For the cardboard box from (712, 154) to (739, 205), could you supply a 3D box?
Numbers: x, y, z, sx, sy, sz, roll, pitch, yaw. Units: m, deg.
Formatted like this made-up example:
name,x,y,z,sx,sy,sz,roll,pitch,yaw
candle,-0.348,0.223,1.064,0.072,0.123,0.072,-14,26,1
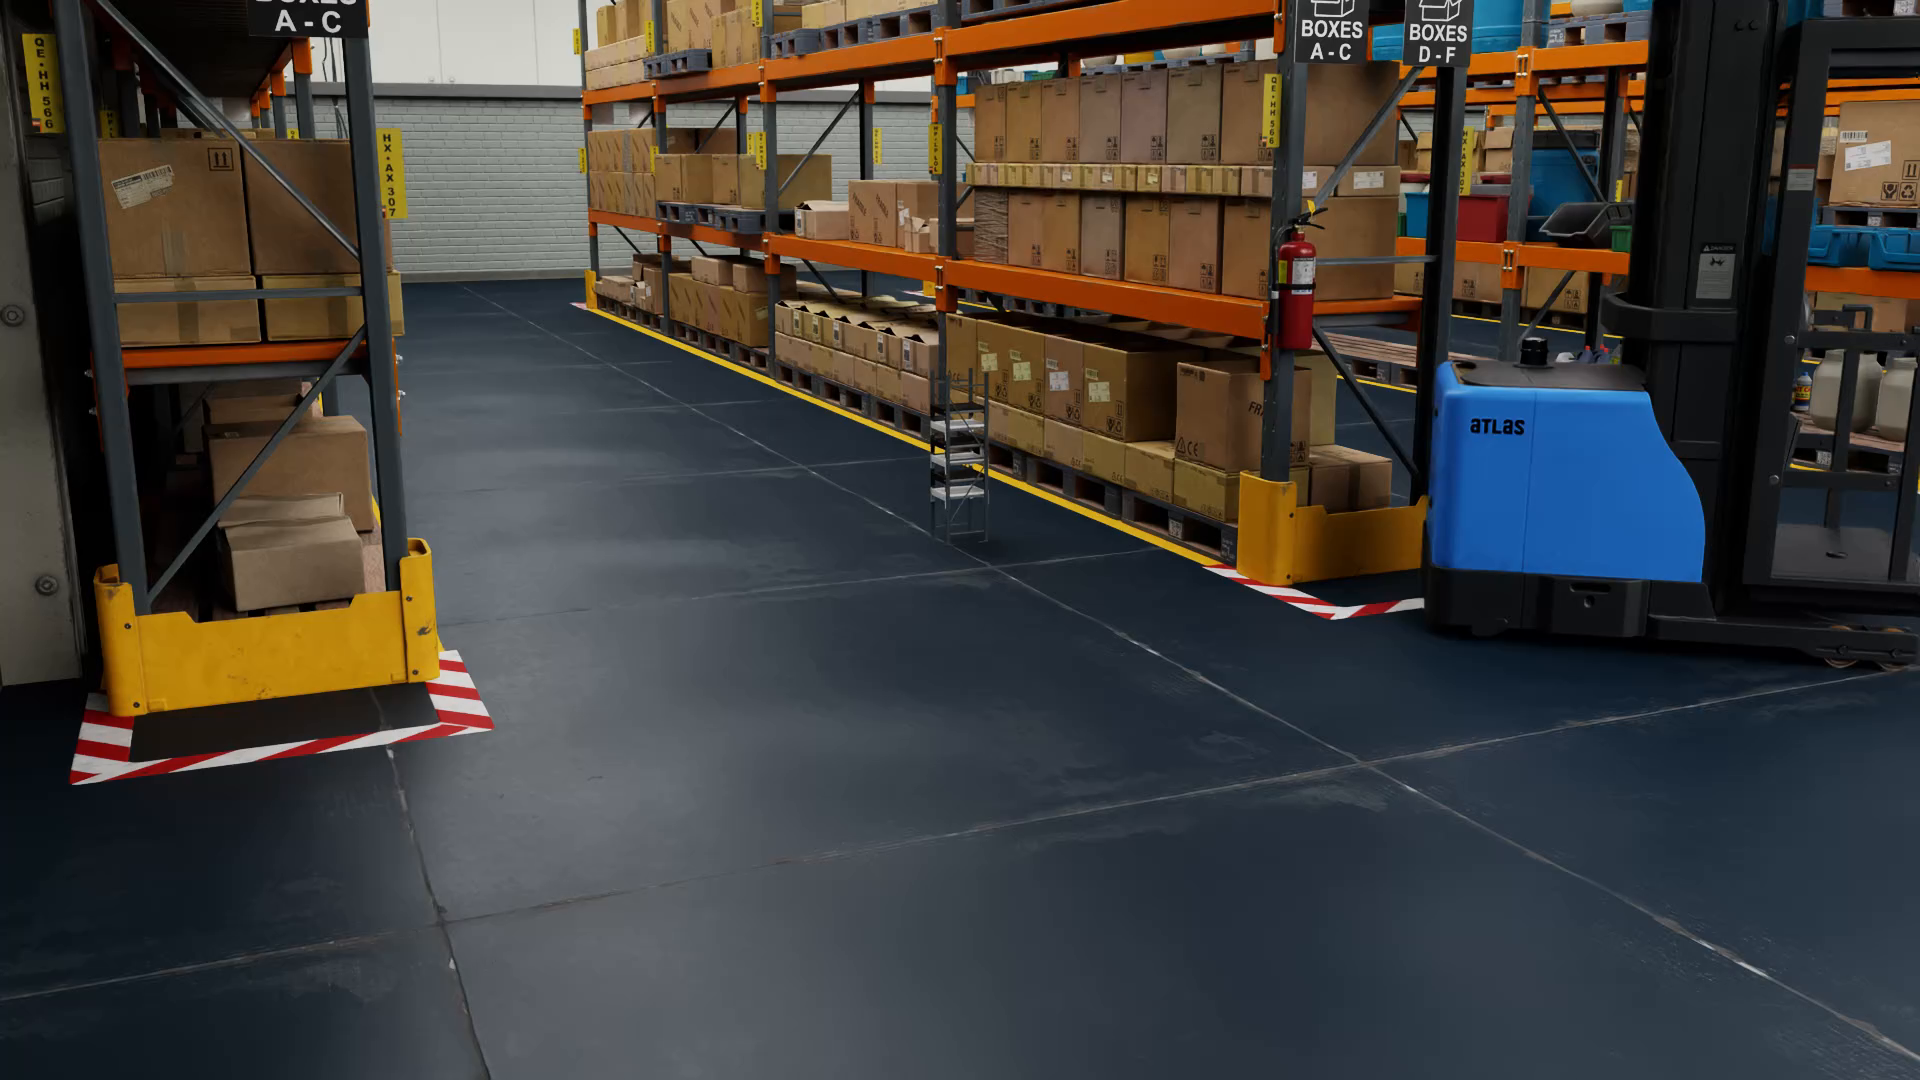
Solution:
name,x,y,z,sx,sy,sz,roll,pitch,yaw
cardboard box,-2.109,-3.704,17.069,0.700,0.500,0.500,-10,16,-37

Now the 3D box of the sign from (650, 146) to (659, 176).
name,x,y,z,sx,sy,sz,roll,pitch,yaw
sign,-3.367,-4.181,18.364,0.100,0.325,0.005,-6,14,-23

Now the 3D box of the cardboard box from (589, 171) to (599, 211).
name,x,y,z,sx,sy,sz,roll,pitch,yaw
cardboard box,-4.539,-4.570,21.741,0.500,0.500,0.500,-5,14,-22

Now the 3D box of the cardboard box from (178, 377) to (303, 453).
name,x,y,z,sx,sy,sz,roll,pitch,yaw
cardboard box,-4.516,-0.856,10.486,0.700,0.500,0.500,-5,14,-21

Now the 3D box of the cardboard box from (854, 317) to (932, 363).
name,x,y,z,sx,sy,sz,roll,pitch,yaw
cardboard box,-0.505,-1.564,12.897,0.500,0.311,0.500,-6,14,-23

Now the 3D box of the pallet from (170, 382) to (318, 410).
name,x,y,z,sx,sy,sz,roll,pitch,yaw
pallet,-5.496,-1.016,12.790,1.003,0.211,1.213,-6,14,-23

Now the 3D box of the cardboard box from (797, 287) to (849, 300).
name,x,y,z,sx,sy,sz,roll,pitch,yaw
cardboard box,-1.406,-2.208,16.325,0.500,0.500,0.500,-6,14,-25

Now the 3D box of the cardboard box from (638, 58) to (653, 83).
name,x,y,z,sx,sy,sz,roll,pitch,yaw
cardboard box,-3.312,-5.275,18.690,0.500,0.250,0.500,-6,14,-23

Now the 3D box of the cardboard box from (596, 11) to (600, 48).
name,x,y,z,sx,sy,sz,roll,pitch,yaw
cardboard box,-4.255,-6.529,21.337,0.700,0.500,0.500,-6,14,-23

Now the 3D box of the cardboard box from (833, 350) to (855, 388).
name,x,y,z,sx,sy,sz,roll,pitch,yaw
cardboard box,-0.709,-1.398,13.423,0.500,0.250,0.500,-5,14,-22

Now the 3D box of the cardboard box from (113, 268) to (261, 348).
name,x,y,z,sx,sy,sz,roll,pitch,yaw
cardboard box,-2.968,-0.899,6.388,0.500,0.250,0.500,-5,14,-22

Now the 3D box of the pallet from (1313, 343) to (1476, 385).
name,x,y,z,sx,sy,sz,roll,pitch,yaw
pallet,4.029,-1.657,15.560,1.003,0.211,1.213,-6,14,-23

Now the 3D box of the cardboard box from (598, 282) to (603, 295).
name,x,y,z,sx,sy,sz,roll,pitch,yaw
cardboard box,-4.522,-3.301,21.790,0.380,0.166,0.250,-6,14,-23

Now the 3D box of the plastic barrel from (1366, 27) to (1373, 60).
name,x,y,z,sx,sy,sz,roll,pitch,yaw
plastic barrel,3.661,-4.777,15.251,0.600,0.830,0.708,-6,14,-23

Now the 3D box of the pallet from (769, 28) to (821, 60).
name,x,y,z,sx,sy,sz,roll,pitch,yaw
pallet,-0.917,-4.221,14.222,1.213,0.211,1.003,-5,14,-20

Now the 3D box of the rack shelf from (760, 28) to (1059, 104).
name,x,y,z,sx,sy,sz,roll,pitch,yaw
rack shelf,-0.470,-3.682,13.068,1.077,0.370,4.000,-6,14,-23

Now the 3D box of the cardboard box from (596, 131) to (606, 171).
name,x,y,z,sx,sy,sz,roll,pitch,yaw
cardboard box,-4.323,-4.950,21.165,0.500,0.500,0.500,-5,14,-22

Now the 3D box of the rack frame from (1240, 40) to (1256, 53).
name,x,y,z,sx,sy,sz,roll,pitch,yaw
rack frame,3.269,-6.353,16.363,1.000,3.000,0.127,-6,14,-23

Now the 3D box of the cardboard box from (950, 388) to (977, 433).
name,x,y,z,sx,sy,sz,roll,pitch,yaw
cardboard box,0.240,-0.899,11.270,0.500,0.250,0.500,-6,14,-23

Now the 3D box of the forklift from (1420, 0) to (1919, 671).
name,x,y,z,sx,sy,sz,roll,pitch,yaw
forklift,3.565,-1.040,6.862,3.031,2.935,1.130,3,13,13

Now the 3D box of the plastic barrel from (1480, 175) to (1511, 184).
name,x,y,z,sx,sy,sz,roll,pitch,yaw
plastic barrel,4.689,-2.888,14.393,0.433,0.535,0.433,0,13,0

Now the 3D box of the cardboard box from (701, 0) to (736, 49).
name,x,y,z,sx,sy,sz,roll,pitch,yaw
cardboard box,-2.202,-5.188,16.605,0.600,0.600,0.600,-6,14,-25

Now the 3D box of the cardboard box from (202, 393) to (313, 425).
name,x,y,z,sx,sy,sz,roll,pitch,yaw
cardboard box,-3.753,-0.495,8.924,0.500,0.500,0.500,-7,15,-27

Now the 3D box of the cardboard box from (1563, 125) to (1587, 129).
name,x,y,z,sx,sy,sz,roll,pitch,yaw
cardboard box,9.728,-6.204,25.923,0.500,0.500,0.500,-6,14,-25

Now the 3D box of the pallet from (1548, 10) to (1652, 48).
name,x,y,z,sx,sy,sz,roll,pitch,yaw
pallet,5.250,-3.833,12.546,1.213,0.211,1.003,-6,14,-23

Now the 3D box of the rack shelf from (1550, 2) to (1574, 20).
name,x,y,z,sx,sy,sz,roll,pitch,yaw
rack shelf,9.989,-8.115,25.579,1.077,0.370,4.000,-6,14,-23

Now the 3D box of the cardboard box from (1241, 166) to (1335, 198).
name,x,y,z,sx,sy,sz,roll,pitch,yaw
cardboard box,1.606,-1.758,8.151,0.380,0.149,0.250,-6,14,-24

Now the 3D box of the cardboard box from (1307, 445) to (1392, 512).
name,x,y,z,sx,sy,sz,roll,pitch,yaw
cardboard box,1.923,-0.327,8.797,0.500,0.250,0.500,-6,14,-23

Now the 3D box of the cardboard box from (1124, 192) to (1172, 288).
name,x,y,z,sx,sy,sz,roll,pitch,yaw
cardboard box,1.350,-1.689,9.292,0.700,0.500,0.500,-6,14,-23

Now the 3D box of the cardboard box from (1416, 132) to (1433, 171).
name,x,y,z,sx,sy,sz,roll,pitch,yaw
cardboard box,6.469,-5.111,21.852,0.797,0.503,0.637,-6,14,-24

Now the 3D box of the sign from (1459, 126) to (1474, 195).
name,x,y,z,sx,sy,sz,roll,pitch,yaw
sign,2.445,-1.840,8.073,0.100,0.325,0.005,-6,14,-23

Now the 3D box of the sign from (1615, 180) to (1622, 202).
name,x,y,z,sx,sy,sz,roll,pitch,yaw
sign,5.380,-2.786,13.643,0.100,0.325,0.005,-6,14,-23

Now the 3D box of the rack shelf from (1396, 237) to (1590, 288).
name,x,y,z,sx,sy,sz,roll,pitch,yaw
rack shelf,4.070,-2.667,15.336,1.077,0.370,4.000,-6,14,-23

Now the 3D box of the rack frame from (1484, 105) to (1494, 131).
name,x,y,z,sx,sy,sz,roll,pitch,yaw
rack frame,9.188,-5.958,27.959,1.000,3.000,0.127,-6,14,-23

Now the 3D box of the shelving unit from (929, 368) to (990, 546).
name,x,y,z,sx,sy,sz,roll,pitch,yaw
shelving unit,-0.003,-0.440,8.776,0.258,0.900,0.210,-6,14,-23

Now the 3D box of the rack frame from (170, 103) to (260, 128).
name,x,y,z,sx,sy,sz,roll,pitch,yaw
rack frame,-9.013,-4.189,20.315,1.000,3.000,0.127,-6,14,-23

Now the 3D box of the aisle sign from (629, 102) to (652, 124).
name,x,y,z,sx,sy,sz,roll,pitch,yaw
aisle sign,-4.222,-5.945,22.139,0.394,0.787,0.004,-6,14,-23

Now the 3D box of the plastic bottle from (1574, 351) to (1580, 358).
name,x,y,z,sx,sy,sz,roll,pitch,yaw
plastic bottle,4.850,-1.335,13.034,0.061,0.283,0.133,-6,14,-23

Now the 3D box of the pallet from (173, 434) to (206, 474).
name,x,y,z,sx,sy,sz,roll,pitch,yaw
pallet,-4.519,-0.511,10.612,1.003,0.211,1.213,-6,14,-23

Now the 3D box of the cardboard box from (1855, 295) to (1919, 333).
name,x,y,z,sx,sy,sz,roll,pitch,yaw
cardboard box,9.184,-2.177,16.191,0.700,0.500,0.500,-7,15,-27

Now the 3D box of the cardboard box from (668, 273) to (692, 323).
name,x,y,z,sx,sy,sz,roll,pitch,yaw
cardboard box,-2.903,-2.685,18.386,0.500,0.500,0.500,-6,14,-26

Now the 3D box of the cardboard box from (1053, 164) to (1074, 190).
name,x,y,z,sx,sy,sz,roll,pitch,yaw
cardboard box,0.782,-2.183,9.991,0.380,0.149,0.250,-6,14,-25

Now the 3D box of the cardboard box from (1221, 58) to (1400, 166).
name,x,y,z,sx,sy,sz,roll,pitch,yaw
cardboard box,1.737,-2.120,8.280,0.700,0.500,0.500,-6,14,-23

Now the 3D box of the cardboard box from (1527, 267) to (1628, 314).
name,x,y,z,sx,sy,sz,roll,pitch,yaw
cardboard box,7.550,-3.192,19.789,1.225,0.875,0.875,-6,14,-26

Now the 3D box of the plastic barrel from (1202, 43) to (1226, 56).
name,x,y,z,sx,sy,sz,roll,pitch,yaw
plastic barrel,2.706,-5.237,17.570,0.301,0.262,0.301,0,13,0

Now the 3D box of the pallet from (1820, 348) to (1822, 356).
name,x,y,z,sx,sy,sz,roll,pitch,yaw
pallet,8.604,-2.106,17.502,1.003,0.211,1.213,-6,14,-23

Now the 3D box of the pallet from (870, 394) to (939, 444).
name,x,y,z,sx,sy,sz,roll,pitch,yaw
pallet,0.001,-0.948,12.496,1.003,0.211,1.213,-6,14,-23

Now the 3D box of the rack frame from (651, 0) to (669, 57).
name,x,y,z,sx,sy,sz,roll,pitch,yaw
rack frame,-2.873,-6.733,18.004,1.000,3.000,0.127,-6,14,-23

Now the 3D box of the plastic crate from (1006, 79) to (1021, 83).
name,x,y,z,sx,sy,sz,roll,pitch,yaw
plastic crate,0.809,-5.818,21.289,0.293,0.136,0.466,-6,14,-23

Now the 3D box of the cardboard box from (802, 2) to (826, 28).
name,x,y,z,sx,sy,sz,roll,pitch,yaw
cardboard box,-1.037,-4.488,14.358,0.500,0.250,0.500,-7,15,-27

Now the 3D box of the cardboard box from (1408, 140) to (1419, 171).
name,x,y,z,sx,sy,sz,roll,pitch,yaw
cardboard box,6.248,-5.264,22.969,0.500,0.500,0.500,-6,14,-23

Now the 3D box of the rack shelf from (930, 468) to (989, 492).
name,x,y,z,sx,sy,sz,roll,pitch,yaw
rack shelf,-0.003,-0.320,8.803,0.258,0.077,0.200,-6,14,-23

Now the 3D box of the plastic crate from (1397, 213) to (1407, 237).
name,x,y,z,sx,sy,sz,roll,pitch,yaw
plastic crate,3.915,-2.835,14.937,0.450,0.188,0.662,-6,14,-23

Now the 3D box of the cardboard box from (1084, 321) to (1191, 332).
name,x,y,z,sx,sy,sz,roll,pitch,yaw
cardboard box,1.111,-1.104,10.493,0.500,0.500,0.500,-6,14,-23
